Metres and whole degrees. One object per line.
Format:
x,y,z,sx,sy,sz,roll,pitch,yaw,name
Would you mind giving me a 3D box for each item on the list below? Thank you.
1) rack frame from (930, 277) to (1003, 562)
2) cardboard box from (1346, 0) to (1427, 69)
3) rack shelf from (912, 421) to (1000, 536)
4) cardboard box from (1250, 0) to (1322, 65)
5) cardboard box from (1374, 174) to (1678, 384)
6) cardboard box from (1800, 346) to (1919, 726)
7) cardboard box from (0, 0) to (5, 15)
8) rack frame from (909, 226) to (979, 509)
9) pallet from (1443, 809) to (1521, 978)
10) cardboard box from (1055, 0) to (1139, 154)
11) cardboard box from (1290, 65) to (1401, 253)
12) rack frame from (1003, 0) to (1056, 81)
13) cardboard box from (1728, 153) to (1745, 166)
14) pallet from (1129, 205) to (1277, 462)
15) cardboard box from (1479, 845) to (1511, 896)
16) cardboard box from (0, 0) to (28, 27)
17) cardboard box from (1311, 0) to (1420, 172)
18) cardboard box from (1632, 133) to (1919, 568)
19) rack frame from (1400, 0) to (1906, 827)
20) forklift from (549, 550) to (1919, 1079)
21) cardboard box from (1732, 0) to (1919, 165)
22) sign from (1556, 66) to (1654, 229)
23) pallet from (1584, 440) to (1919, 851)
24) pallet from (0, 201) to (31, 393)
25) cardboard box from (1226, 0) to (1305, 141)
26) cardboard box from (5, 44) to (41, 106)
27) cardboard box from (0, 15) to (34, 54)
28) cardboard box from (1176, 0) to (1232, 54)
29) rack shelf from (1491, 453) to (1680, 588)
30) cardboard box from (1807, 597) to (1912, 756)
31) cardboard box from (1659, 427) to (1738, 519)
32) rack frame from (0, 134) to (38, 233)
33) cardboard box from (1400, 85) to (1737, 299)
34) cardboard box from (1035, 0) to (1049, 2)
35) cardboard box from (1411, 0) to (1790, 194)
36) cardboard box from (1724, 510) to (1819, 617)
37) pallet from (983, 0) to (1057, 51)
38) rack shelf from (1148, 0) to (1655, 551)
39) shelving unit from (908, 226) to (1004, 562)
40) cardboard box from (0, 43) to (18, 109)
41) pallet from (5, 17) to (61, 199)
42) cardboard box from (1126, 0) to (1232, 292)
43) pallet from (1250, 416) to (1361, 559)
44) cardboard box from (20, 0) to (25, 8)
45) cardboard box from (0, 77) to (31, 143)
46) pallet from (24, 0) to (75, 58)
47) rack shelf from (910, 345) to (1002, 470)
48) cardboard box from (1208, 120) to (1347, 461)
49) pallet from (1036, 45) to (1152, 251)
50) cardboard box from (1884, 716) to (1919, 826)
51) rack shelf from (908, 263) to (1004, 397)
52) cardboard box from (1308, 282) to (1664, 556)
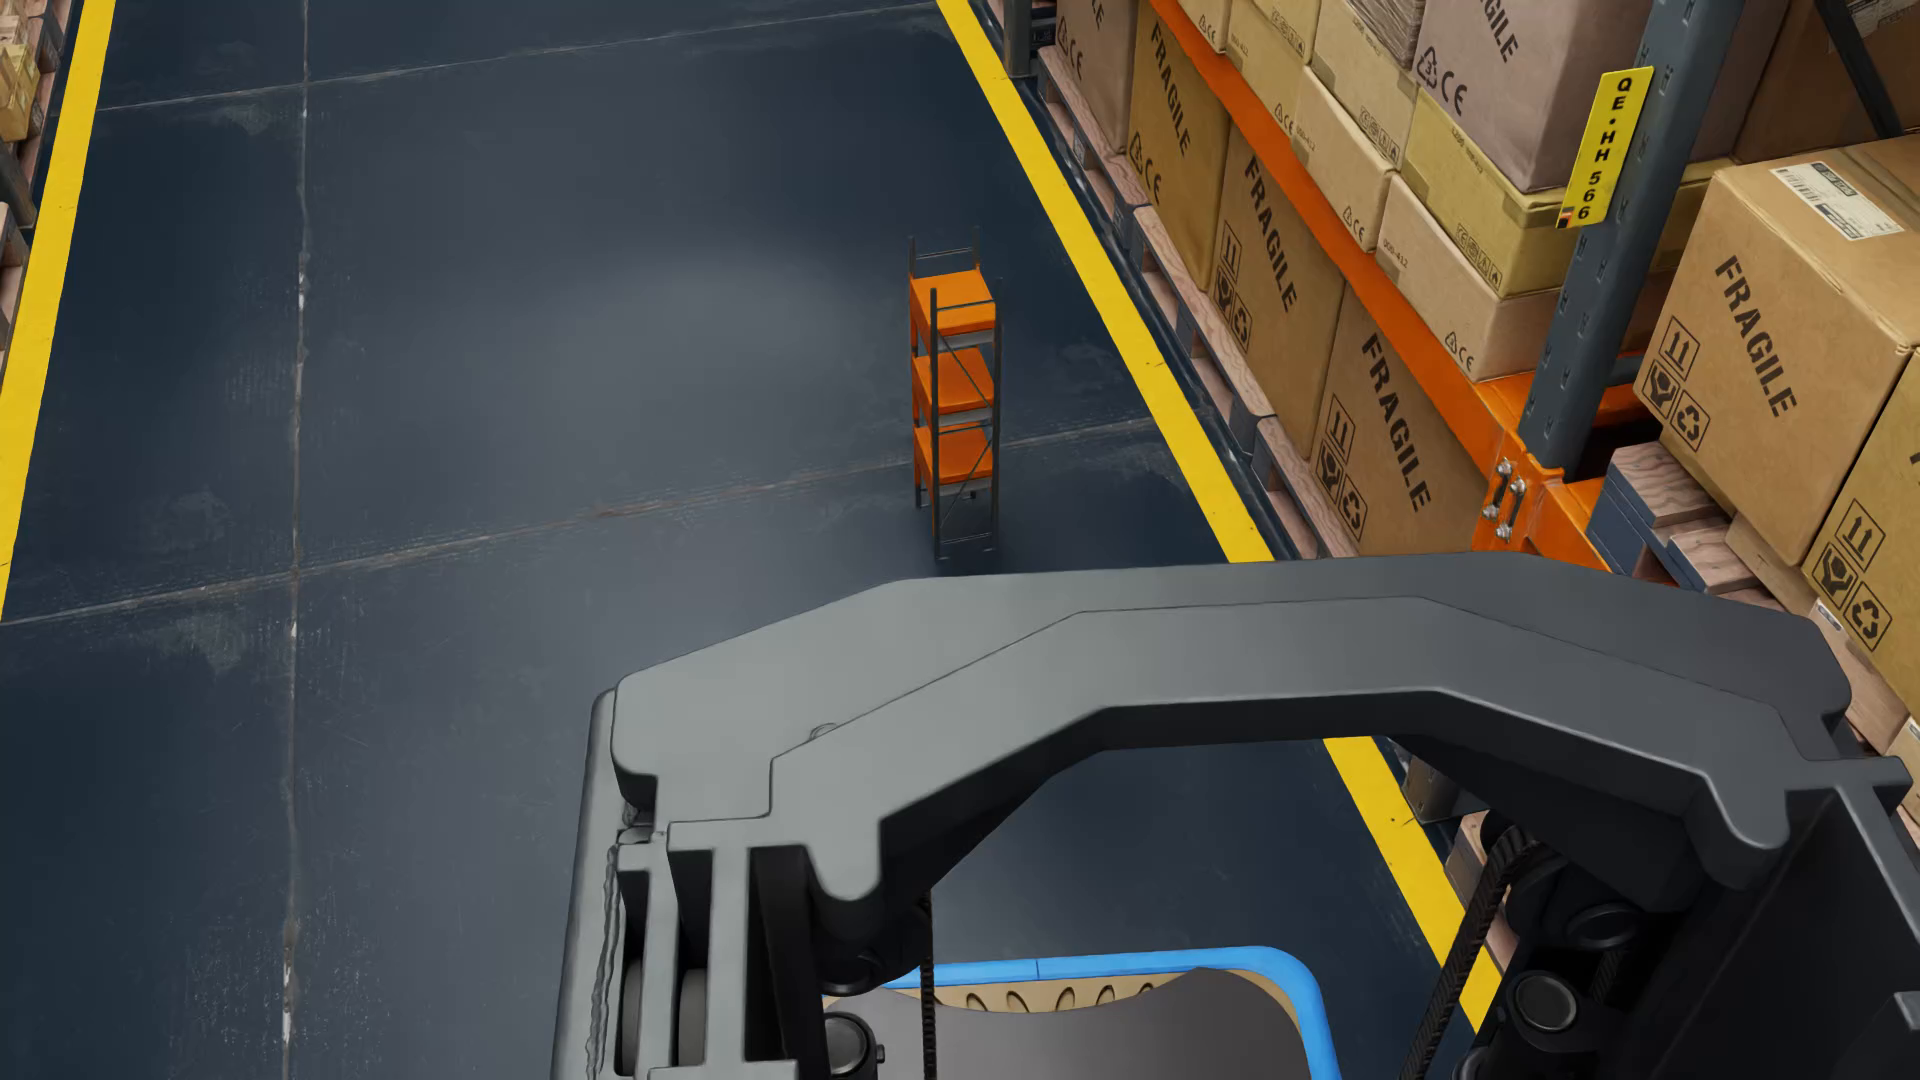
0.018,-0.320,4.829,0.200,1.050,0.008,-11,47,-10,rack frame
1.185,-1.456,3.807,0.500,0.500,0.500,-10,46,-10,cardboard box
-0.014,-0.202,5.117,0.215,0.259,0.240,-11,47,-10,rack shelf
1.055,-1.523,4.397,0.500,0.250,0.500,-12,47,-11,cardboard box
1.329,-0.658,3.900,0.500,0.250,0.500,-12,47,-12,cardboard box
1.742,0.016,2.562,0.500,0.500,0.500,-9,46,-8,cardboard box
-4.172,-2.265,6.863,0.380,0.149,0.250,-13,47,-12,cardboard box
-0.045,-0.489,4.994,0.200,1.050,0.008,-11,47,-10,rack frame
1.908,1.107,4.018,1.003,0.211,1.213,-11,47,-10,pallet
0.922,-2.161,6.461,0.875,0.875,0.875,-9,46,-9,cardboard box
1.183,-1.008,4.243,0.500,0.250,0.500,-10,46,-10,cardboard box
0.686,-3.171,6.257,1.000,3.000,0.127,-11,47,-10,rack frame
1.819,-0.927,3.813,0.500,0.250,0.500,-11,47,-11,cardboard box
1.272,-0.832,5.918,1.003,0.211,1.213,-11,47,-10,pallet
1.845,0.755,3.955,0.950,0.372,0.625,-14,47,-13,cardboard box
-4.151,-2.167,6.976,0.380,0.149,0.250,-12,47,-11,cardboard box
1.205,-1.173,4.054,0.500,0.250,0.500,-12,47,-11,cardboard box
1.601,-0.342,2.913,0.500,0.500,0.500,-12,47,-11,cardboard box
1.710,-0.409,3.551,1.000,3.000,0.127,-11,47,-10,rack frame
0.234,1.537,1.691,1.130,2.935,3.031,-3,46,-3,forklift
1.820,-1.179,3.536,0.500,0.500,0.500,-12,47,-12,cardboard box
1.174,-0.711,3.036,0.100,0.325,0.005,-11,47,-10,sign
1.995,0.130,3.156,1.213,0.211,1.003,-11,47,-10,pallet
-3.873,-0.683,5.771,1.003,0.211,1.213,-11,47,-10,pallet
1.070,-1.359,4.587,0.500,0.250,0.500,-11,47,-11,cardboard box
-3.924,-1.839,6.654,0.380,0.149,0.250,-9,46,-9,cardboard box
-4.038,-2.001,6.813,0.380,0.149,0.250,-11,47,-11,cardboard box
0.912,-1.706,4.926,0.500,0.250,0.500,-11,47,-11,cardboard box
2.222,1.223,2.455,1.077,0.370,4.000,-11,47,-10,rack shelf
1.679,0.189,2.847,0.380,0.149,0.250,-14,47,-13,cardboard box
1.613,-0.210,3.237,0.380,0.149,0.250,-13,47,-13,cardboard box
-4.073,-2.196,5.302,1.000,3.000,0.127,-11,47,-10,rack frame
1.340,-0.820,3.708,0.500,0.250,0.500,-11,47,-10,cardboard box
0.629,-2.874,7.466,0.875,0.438,0.875,-11,47,-11,cardboard box
1.325,-1.103,3.461,0.500,0.500,0.500,-12,47,-11,cardboard box
1.653,-0.009,3.040,0.380,0.149,0.250,-13,47,-13,cardboard box
0.567,-2.734,7.782,1.003,0.211,1.213,-11,47,-10,pallet
1.198,-1.538,5.161,1.077,0.370,4.000,-11,47,-10,rack shelf
-0.014,-0.404,4.911,0.215,1.050,0.252,-11,47,-10,shelving unit
-3.857,-1.758,6.367,0.380,0.149,0.250,-9,46,-8,cardboard box
-4.280,-1.677,6.746,1.003,0.211,1.213,-11,47,-10,pallet
1.161,-1.539,5.851,0.875,0.875,0.875,-9,46,-9,cardboard box
1.581,0.009,5.094,1.003,0.211,1.213,-11,47,-10,pallet
-4.254,-2.347,7.152,0.380,0.149,0.250,-13,47,-12,cardboard box
-3.856,-1.655,6.474,0.380,0.149,0.250,-13,47,-12,cardboard box
-4.595,-2.521,7.573,1.003,0.211,1.213,-11,47,-10,pallet
-0.014,-0.397,4.919,0.215,0.259,0.240,-11,47,-10,rack shelf
1.389,-0.921,5.246,0.875,0.875,0.875,-10,46,-10,cardboard box
0.956,-1.676,6.745,1.003,0.211,1.213,-11,47,-10,pallet
1.729,0.382,2.657,0.380,0.149,0.250,-10,47,-10,cardboard box
-0.014,-0.596,4.716,0.215,0.259,0.240,-11,47,-10,rack shelf
1.613,-0.305,4.642,0.875,0.875,0.875,-11,47,-11,cardboard box
